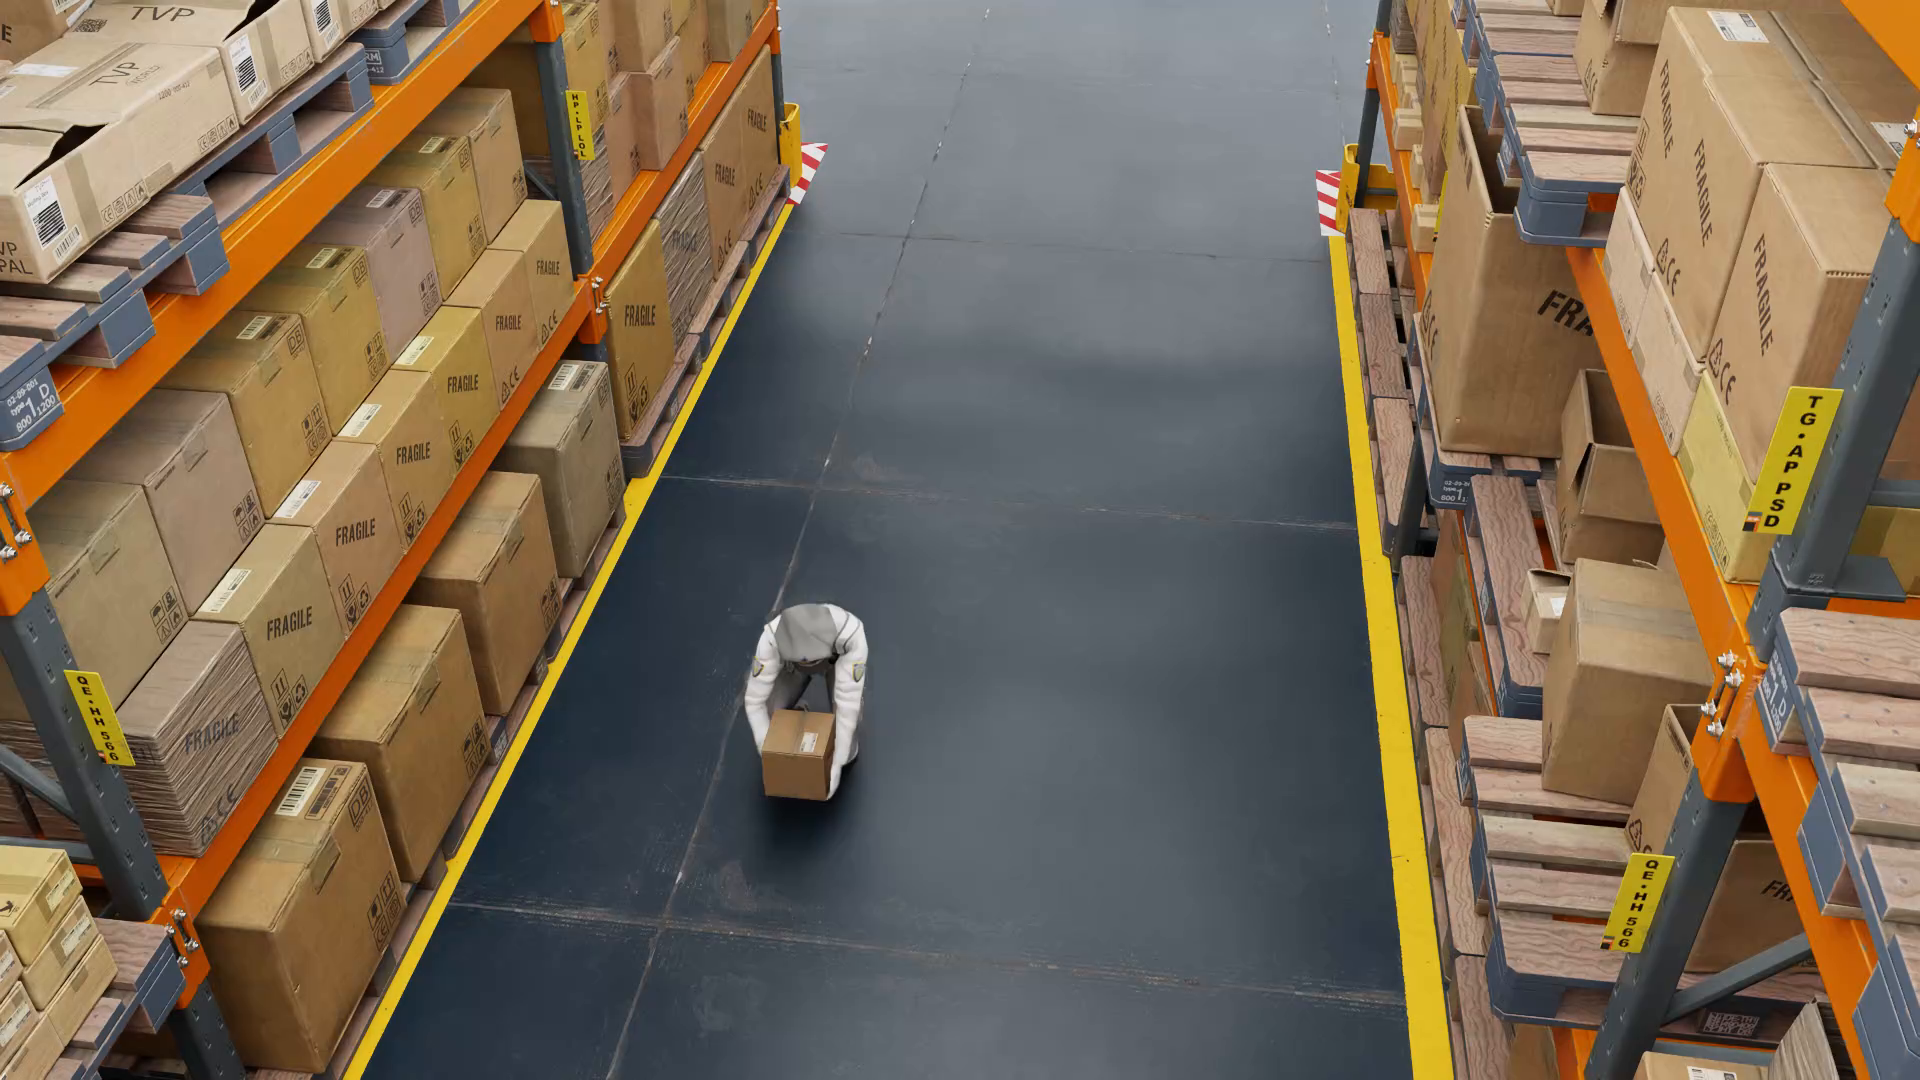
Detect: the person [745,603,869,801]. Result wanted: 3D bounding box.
[{"bbox_3d":[-0.618,0.555,6.889,0.493,0.963,0.817,4,37,6],"label":"person"}]
